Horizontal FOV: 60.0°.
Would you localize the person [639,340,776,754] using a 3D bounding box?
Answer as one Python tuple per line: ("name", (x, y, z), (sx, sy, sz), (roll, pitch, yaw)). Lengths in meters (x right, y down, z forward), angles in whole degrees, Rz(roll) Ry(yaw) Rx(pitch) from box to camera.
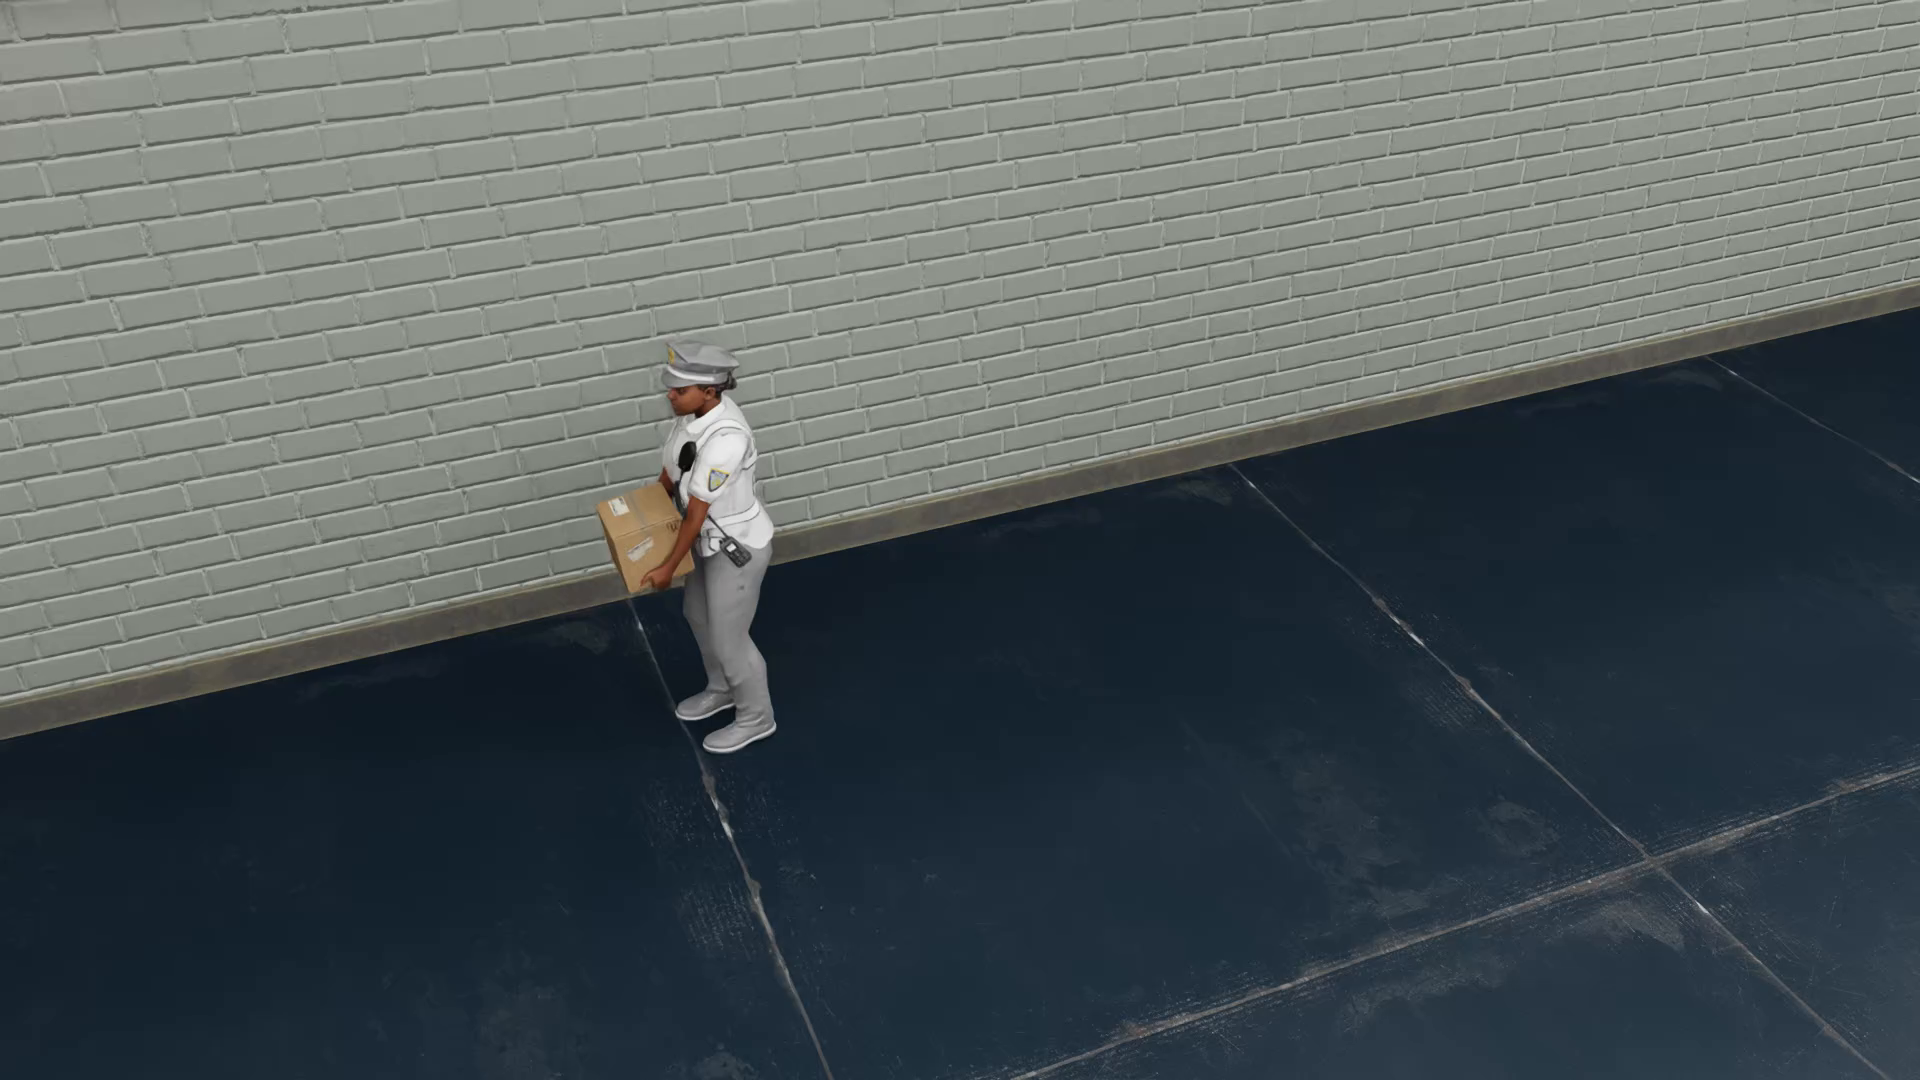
("person", (-0.947, 0.035, 6.079), (0.530, 1.683, 0.416), (-14, 36, -20))
